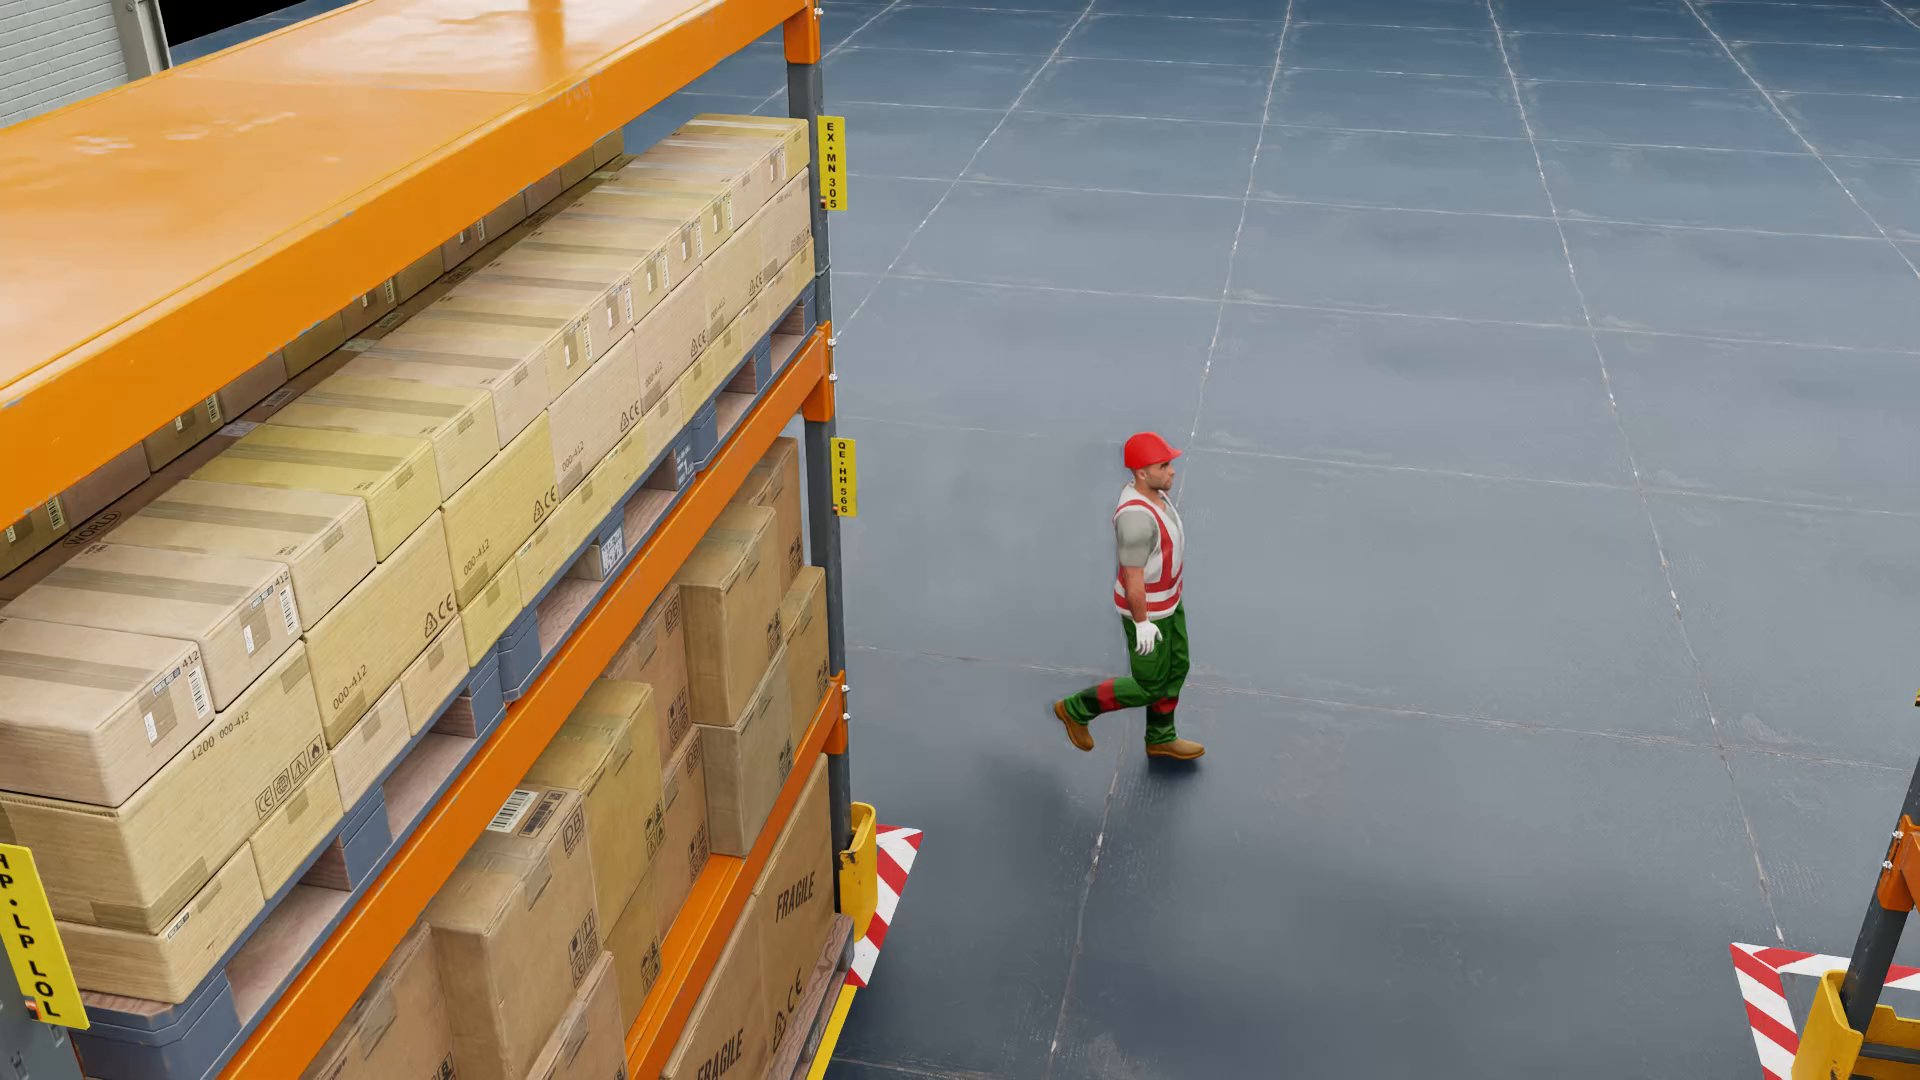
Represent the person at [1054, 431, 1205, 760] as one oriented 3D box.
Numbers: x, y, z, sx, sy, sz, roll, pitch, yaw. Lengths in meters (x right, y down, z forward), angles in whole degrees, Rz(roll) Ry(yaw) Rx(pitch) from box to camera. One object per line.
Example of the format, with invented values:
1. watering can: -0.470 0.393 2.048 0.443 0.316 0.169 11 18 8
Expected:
1. person: 0.861 0.301 8.018 0.745 1.771 0.537 8 30 14
